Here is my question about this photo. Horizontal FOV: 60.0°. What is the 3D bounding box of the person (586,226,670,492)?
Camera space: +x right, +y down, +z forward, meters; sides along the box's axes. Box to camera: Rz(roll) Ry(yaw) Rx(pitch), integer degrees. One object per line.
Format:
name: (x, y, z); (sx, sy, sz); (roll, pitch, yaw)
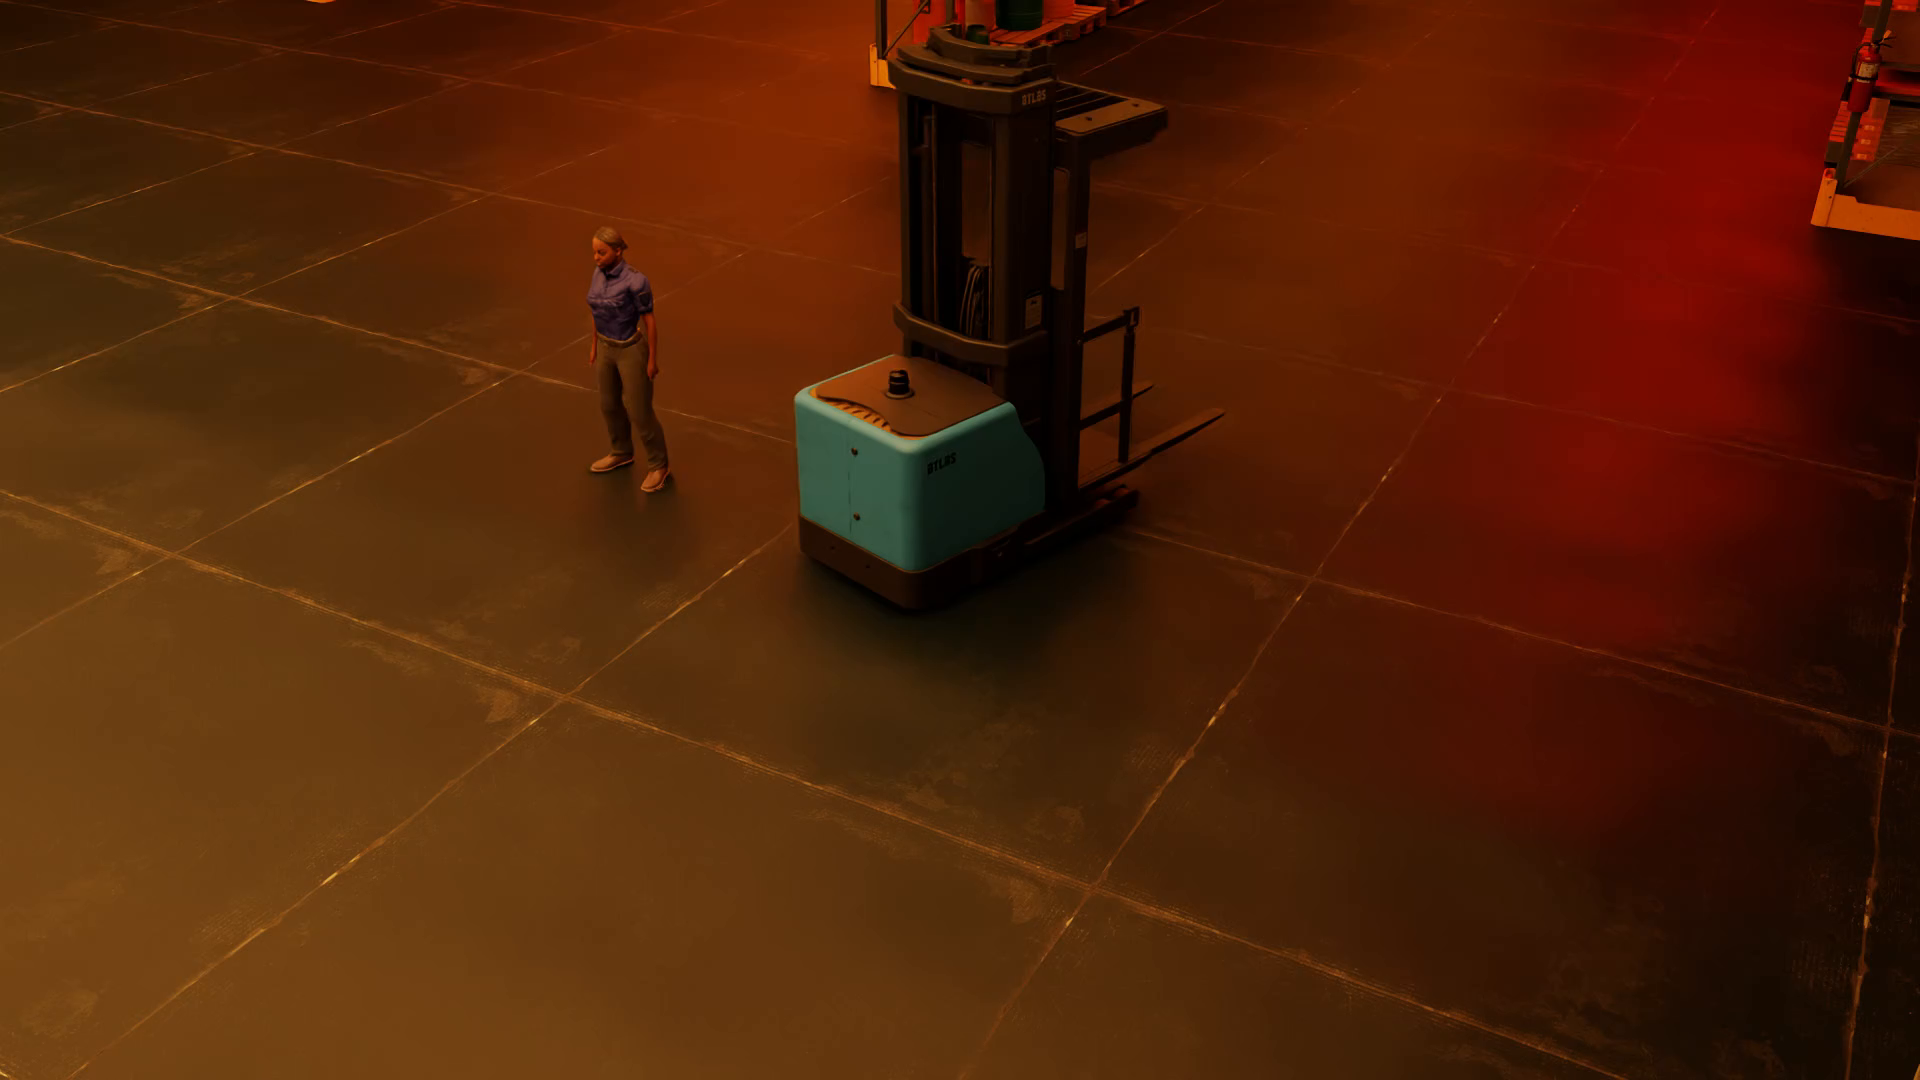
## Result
person: (-2.105, -1.145, 10.345); (0.567, 1.663, 0.318); (19, 35, 30)

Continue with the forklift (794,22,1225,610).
forklift: (0.454, -1.518, 9.700); (3.031, 2.935, 1.130); (-26, 39, -38)
